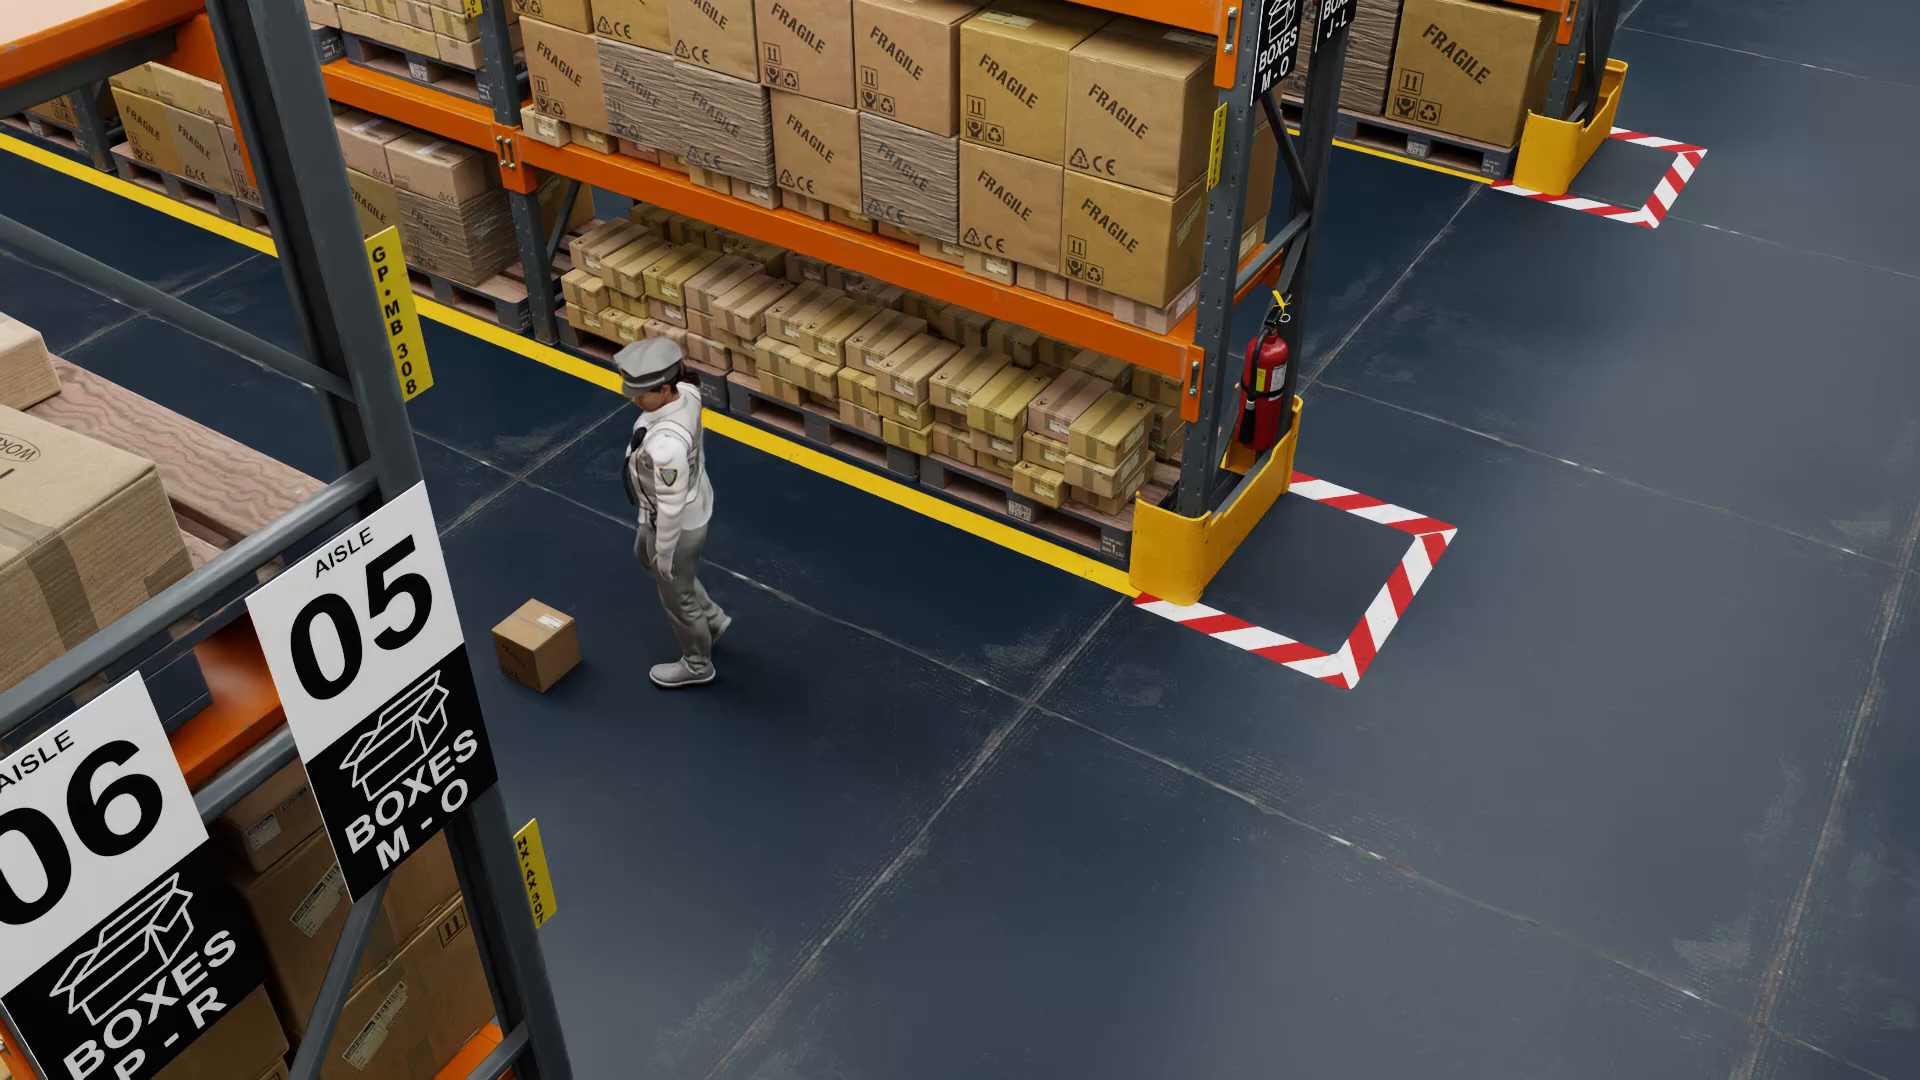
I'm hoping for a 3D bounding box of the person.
[{"bbox_3d":[-1.186,-0.074,6.733,0.400,1.667,0.513,0,39,0],"label":"person"}]
